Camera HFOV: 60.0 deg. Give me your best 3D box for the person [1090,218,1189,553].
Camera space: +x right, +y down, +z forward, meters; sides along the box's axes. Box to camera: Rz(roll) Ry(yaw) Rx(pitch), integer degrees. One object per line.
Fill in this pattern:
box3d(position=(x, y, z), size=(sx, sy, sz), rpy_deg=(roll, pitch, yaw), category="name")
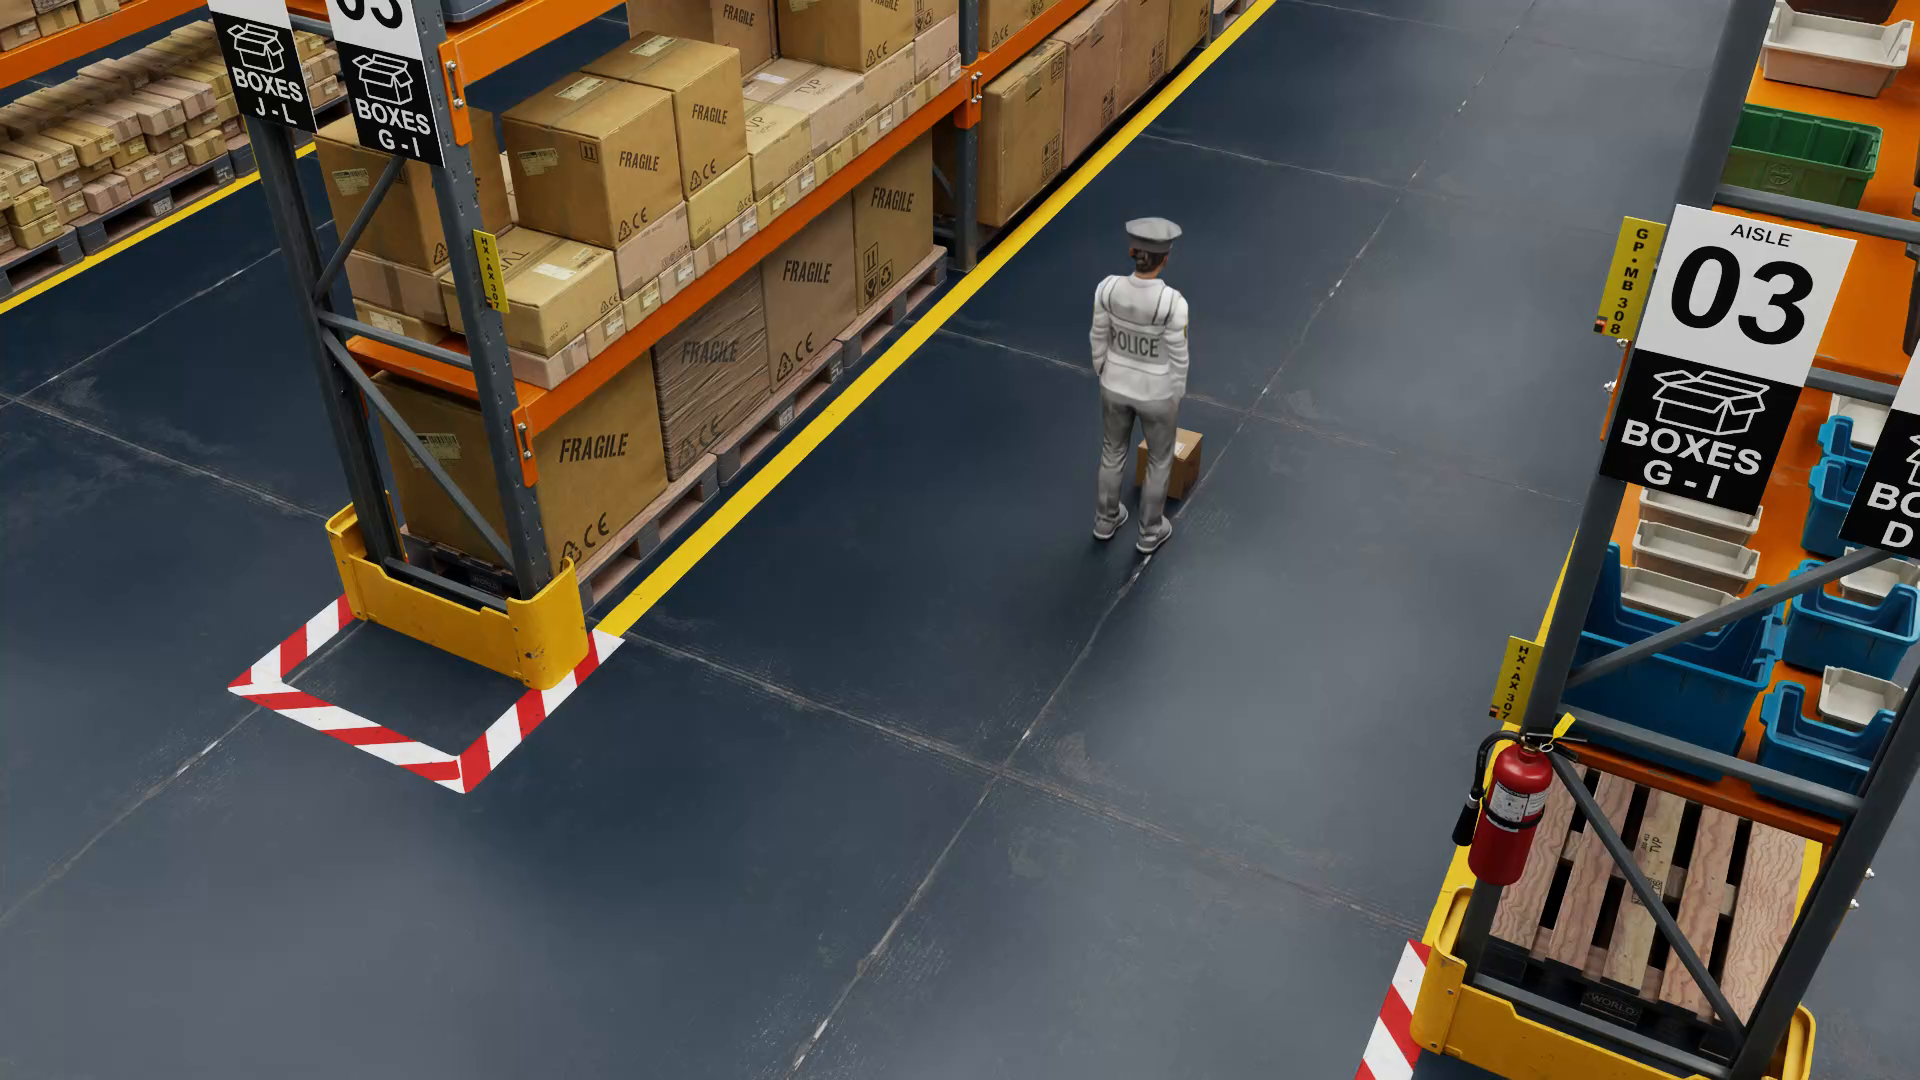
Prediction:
box3d(position=(0.813, -0.692, 7.639), size=(0.476, 1.659, 0.338), rpy_deg=(19, 42, 22), category="person")
